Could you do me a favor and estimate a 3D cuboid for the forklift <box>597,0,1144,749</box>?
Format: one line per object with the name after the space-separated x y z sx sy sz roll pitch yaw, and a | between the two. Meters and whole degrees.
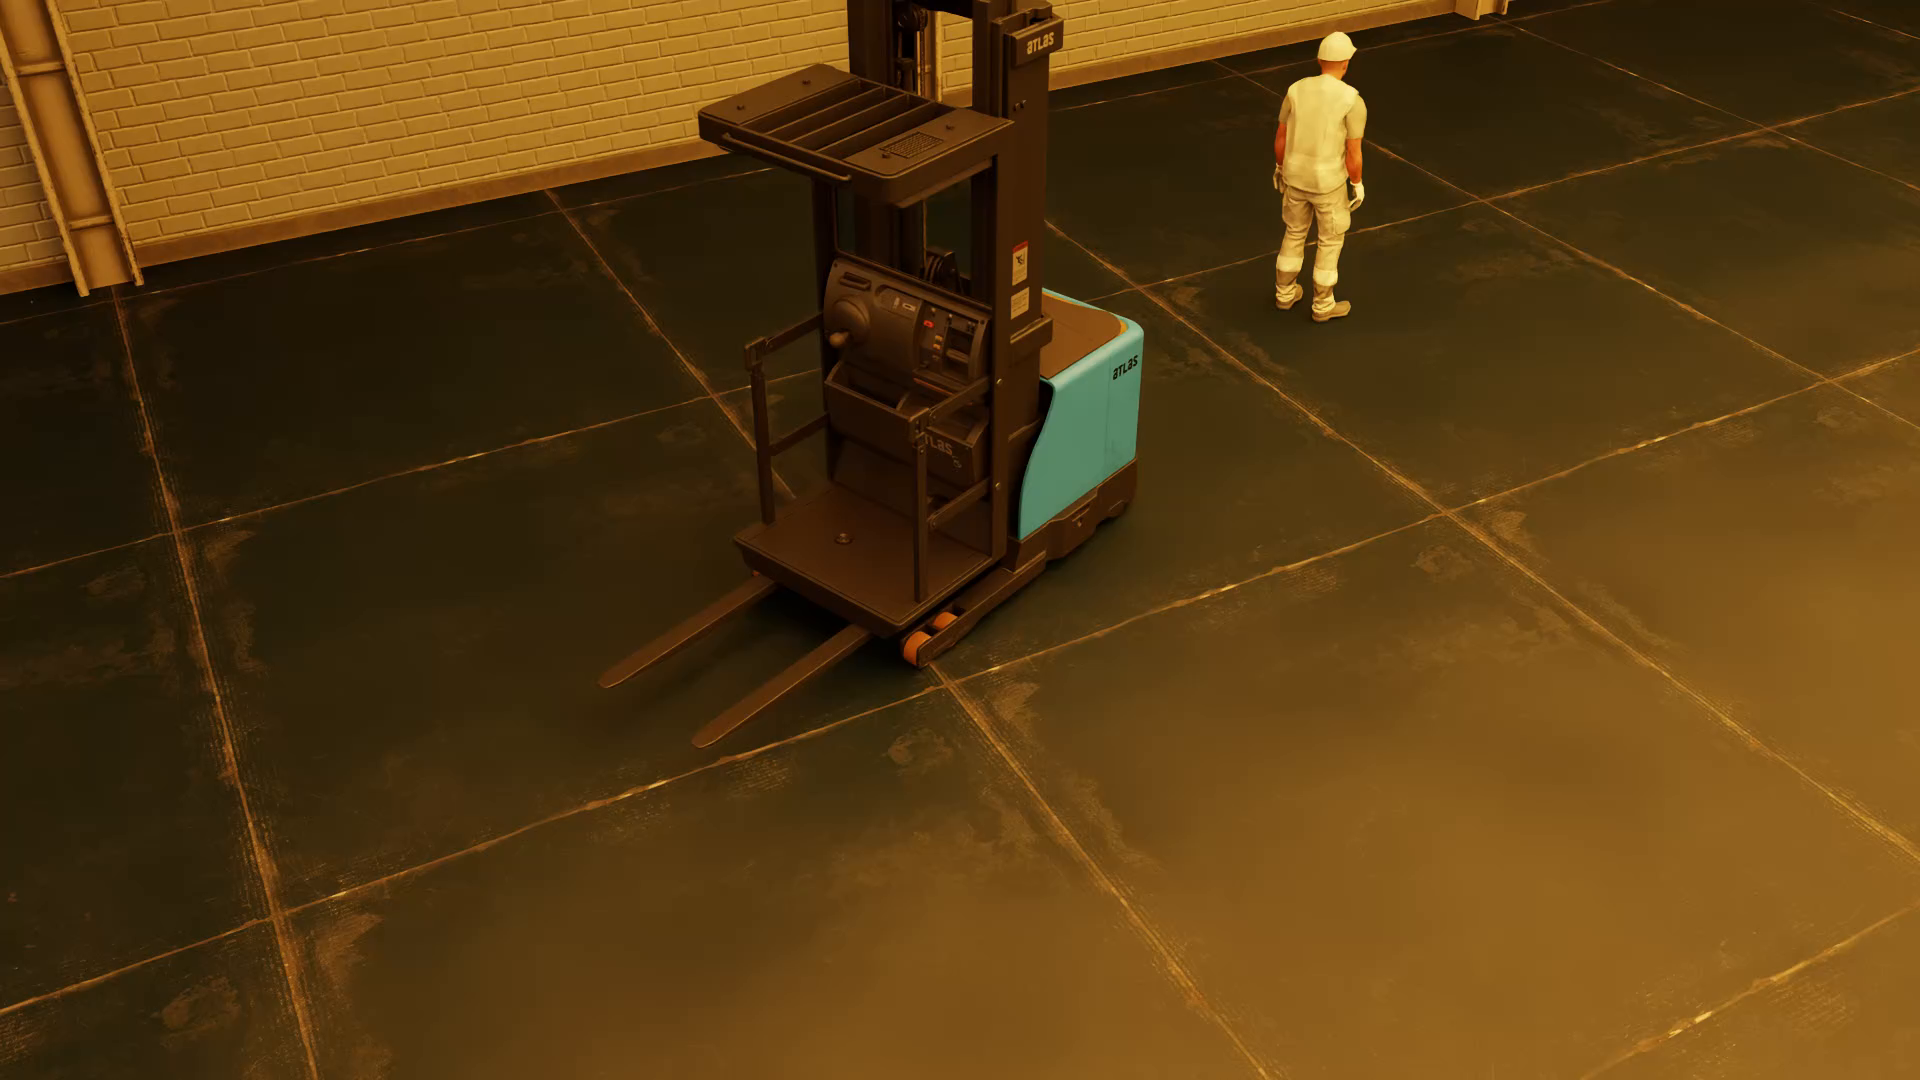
-0.390 -0.927 7.434 1.130 2.935 3.031 26 43 31 | forklift

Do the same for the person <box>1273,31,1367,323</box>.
2.218 -2.234 10.285 0.611 1.778 0.451 25 42 31 | person
